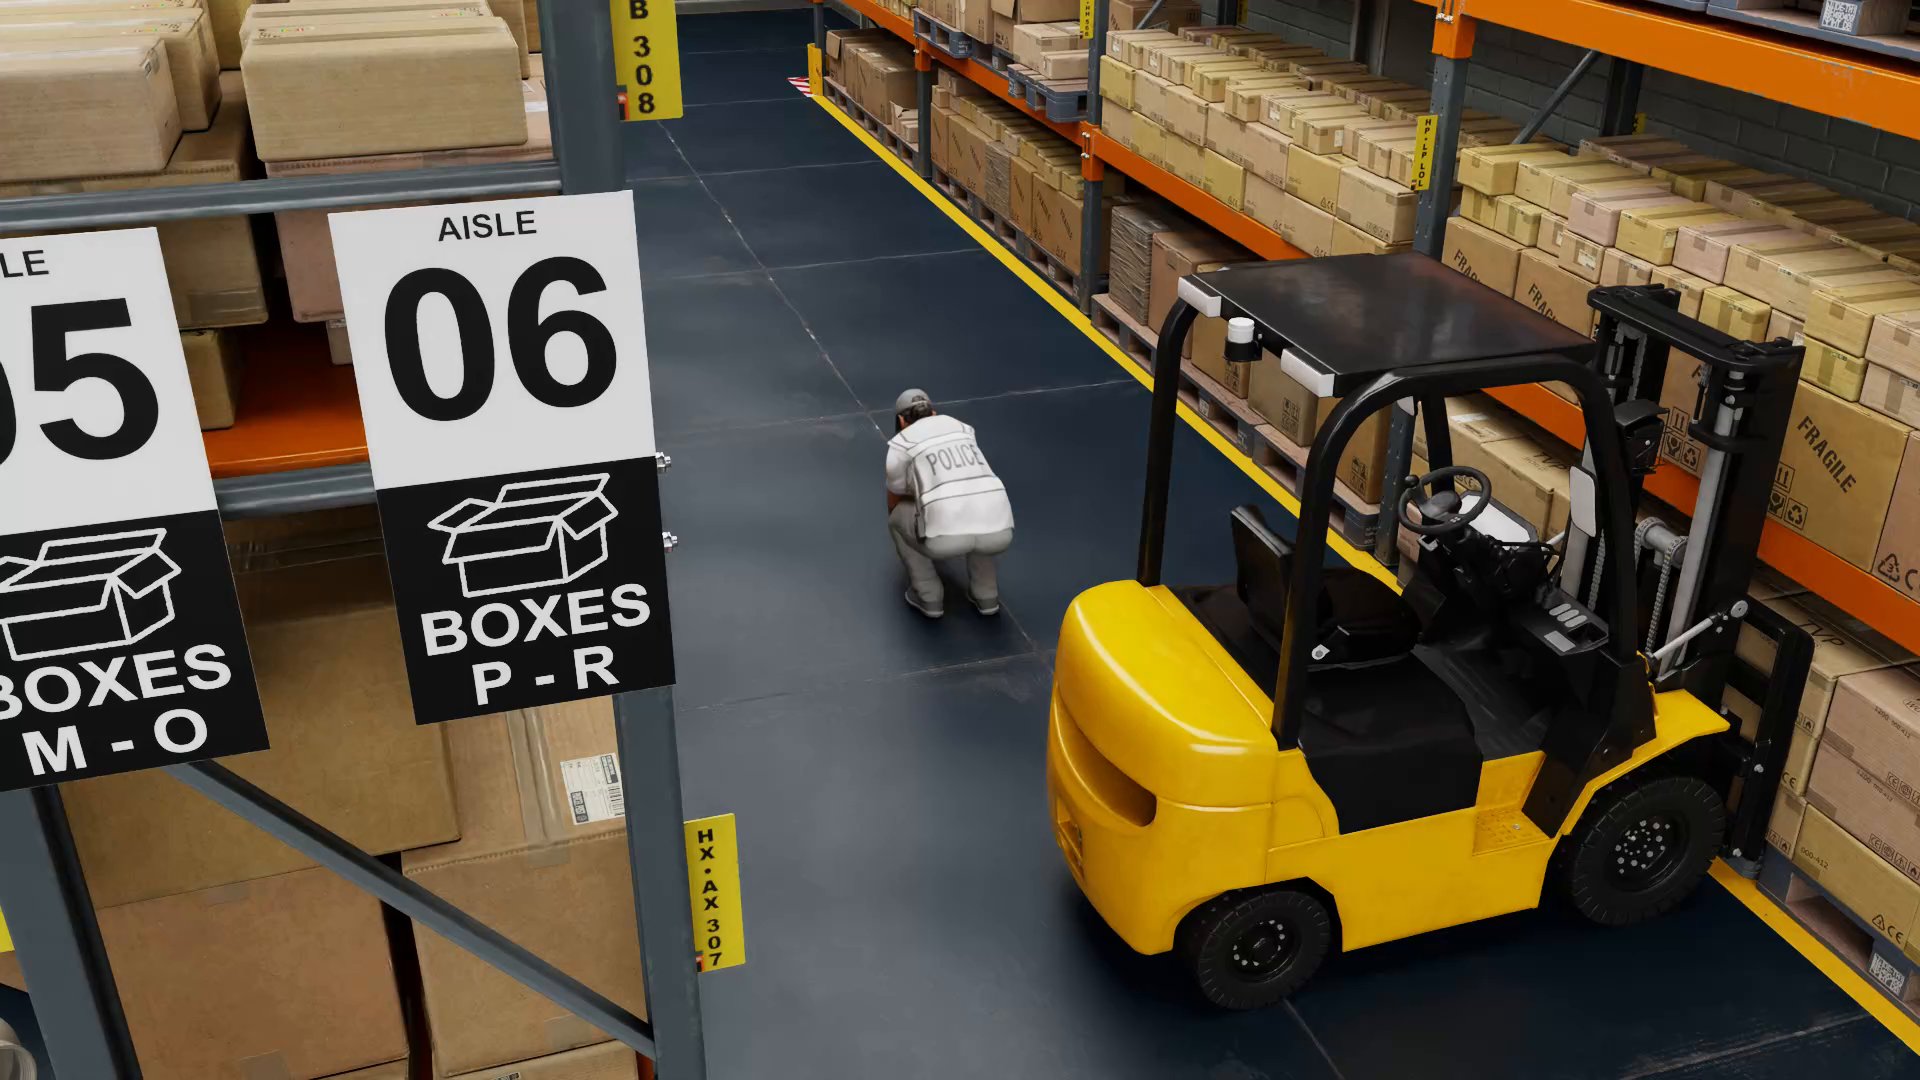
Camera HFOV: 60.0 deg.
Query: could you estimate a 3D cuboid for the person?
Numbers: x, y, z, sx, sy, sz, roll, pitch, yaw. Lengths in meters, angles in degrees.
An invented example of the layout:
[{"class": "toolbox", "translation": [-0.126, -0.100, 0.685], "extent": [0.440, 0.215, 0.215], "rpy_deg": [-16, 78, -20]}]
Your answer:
[{"class": "person", "translation": [-0.066, -0.172, 7.720], "extent": [0.495, 0.907, 0.867], "rpy_deg": [-9, 28, -17]}]
